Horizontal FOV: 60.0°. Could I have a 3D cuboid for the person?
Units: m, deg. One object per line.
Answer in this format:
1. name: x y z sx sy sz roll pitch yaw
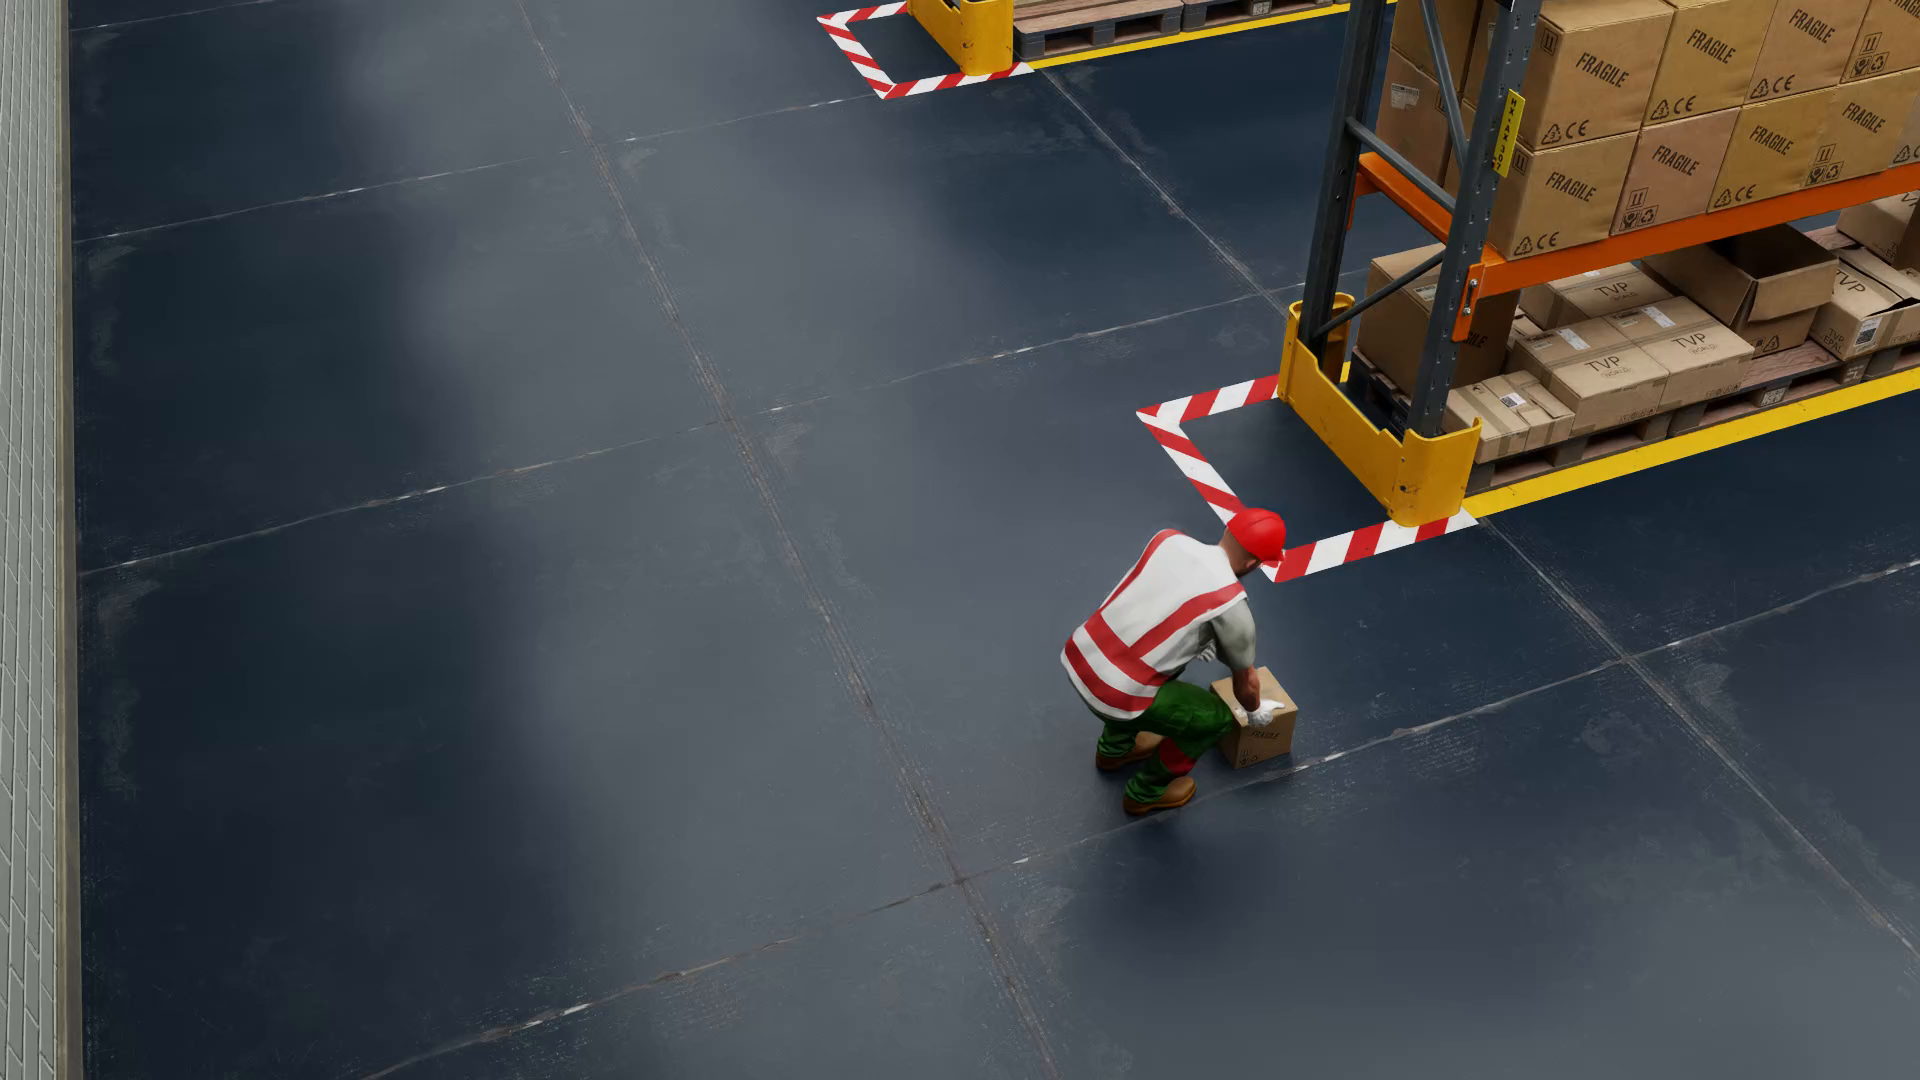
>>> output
1. person: 0.775 0.411 6.106 0.852 1.125 0.585 -15 44 -17
